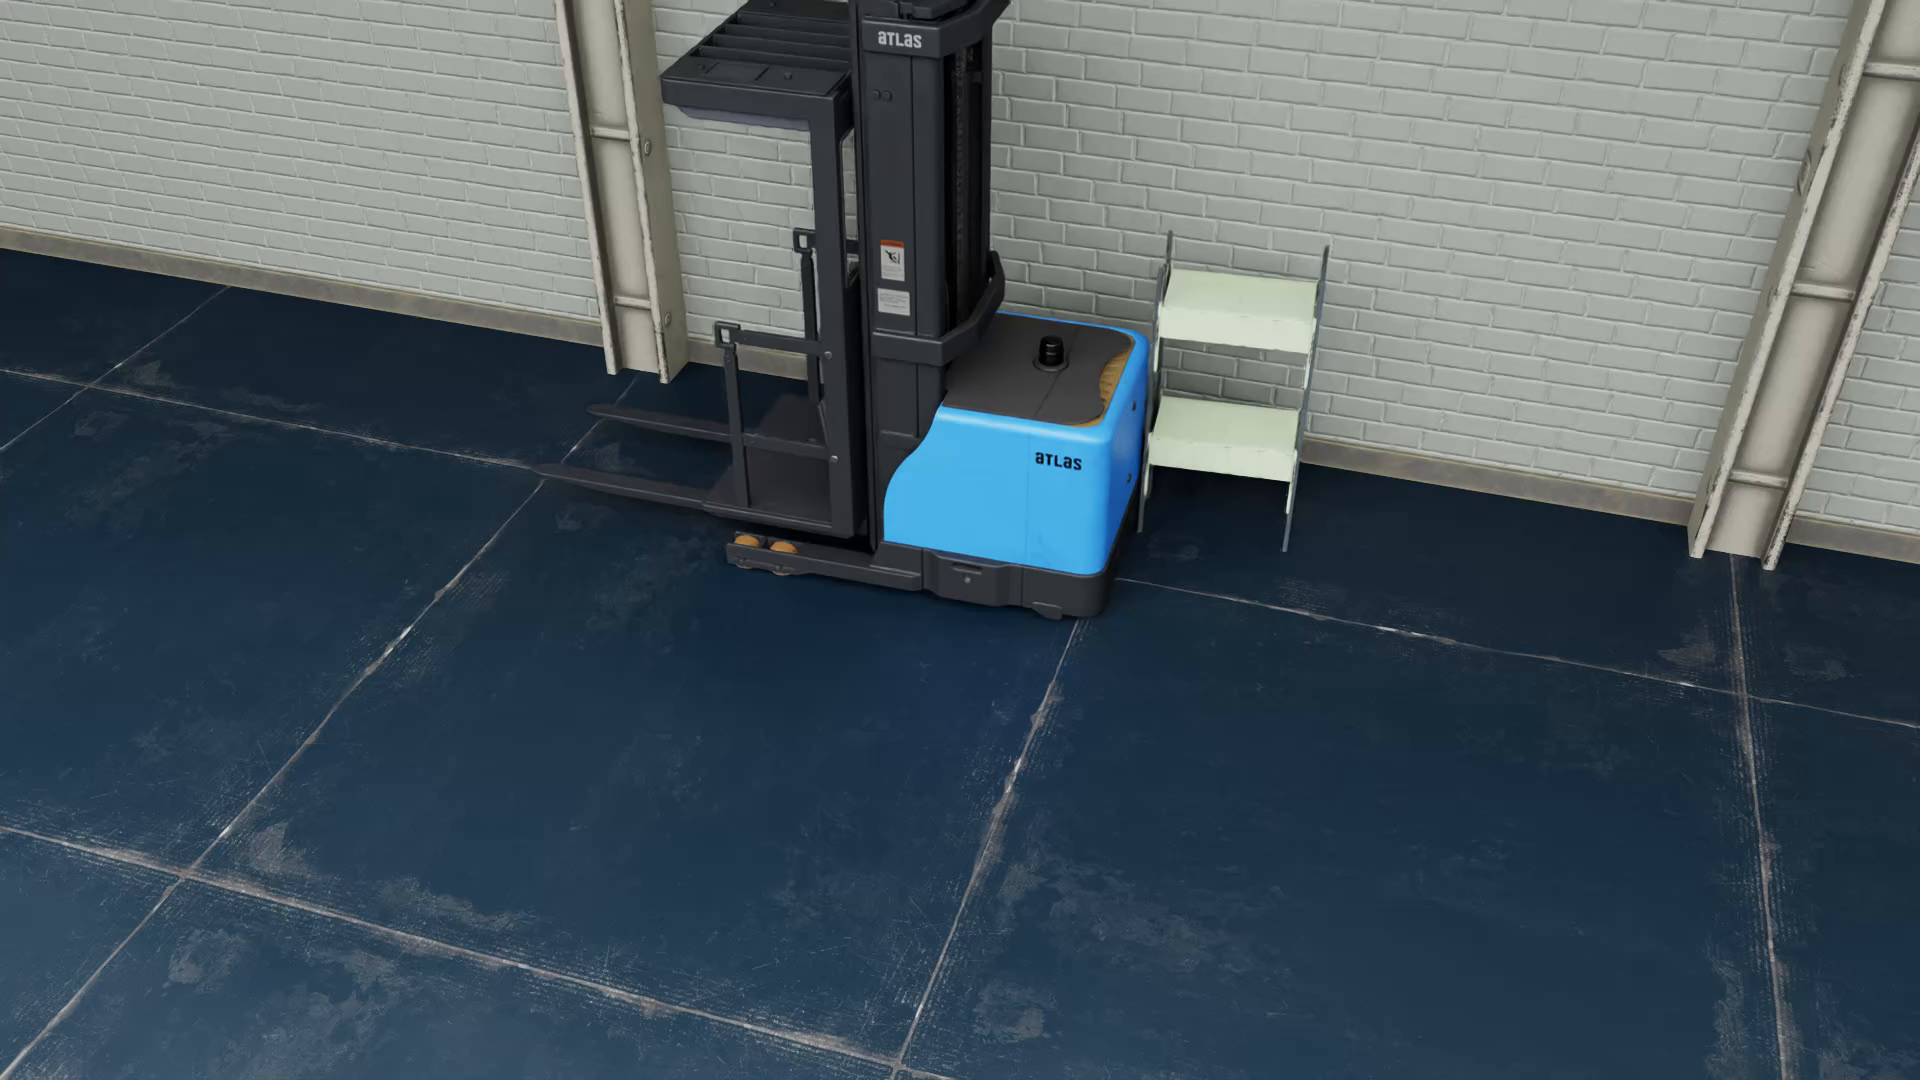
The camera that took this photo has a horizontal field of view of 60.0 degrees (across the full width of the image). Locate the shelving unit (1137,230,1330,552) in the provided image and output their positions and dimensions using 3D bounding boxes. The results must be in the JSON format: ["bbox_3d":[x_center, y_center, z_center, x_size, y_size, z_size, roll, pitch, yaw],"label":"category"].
[{"bbox_3d":[1.316,-0.707,8.130,0.755,1.500,0.431,8,37,10],"label":"shelving unit"}]

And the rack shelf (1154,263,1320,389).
[{"bbox_3d":[1.316,-1.021,7.898,0.720,0.370,0.431,8,37,10],"label":"rack shelf"}]

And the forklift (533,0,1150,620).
[{"bbox_3d":[-0.651,-1.294,7.720,3.031,2.935,1.130,10,37,13],"label":"forklift"}]

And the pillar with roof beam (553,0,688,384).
[{"bbox_3d":[-3.122,-2.219,3.859,0.400,9.000,9.100,10,38,14],"label":"pillar with roof beam"}]

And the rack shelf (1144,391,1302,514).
[{"bbox_3d":[1.316,-0.444,8.323,0.720,0.370,0.431,8,37,10],"label":"rack shelf"}]

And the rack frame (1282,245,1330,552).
[{"bbox_3d":[1.673,-0.659,8.065,0.023,1.500,0.400,8,37,10],"label":"rack frame"}]

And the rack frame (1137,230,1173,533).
[{"bbox_3d":[0.960,-0.755,8.195,0.023,1.500,0.400,8,37,10],"label":"rack frame"}]

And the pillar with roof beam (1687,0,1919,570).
[{"bbox_3d":[2.605,-1.159,2.418,0.400,9.000,9.100,10,38,14],"label":"pillar with roof beam"}]
